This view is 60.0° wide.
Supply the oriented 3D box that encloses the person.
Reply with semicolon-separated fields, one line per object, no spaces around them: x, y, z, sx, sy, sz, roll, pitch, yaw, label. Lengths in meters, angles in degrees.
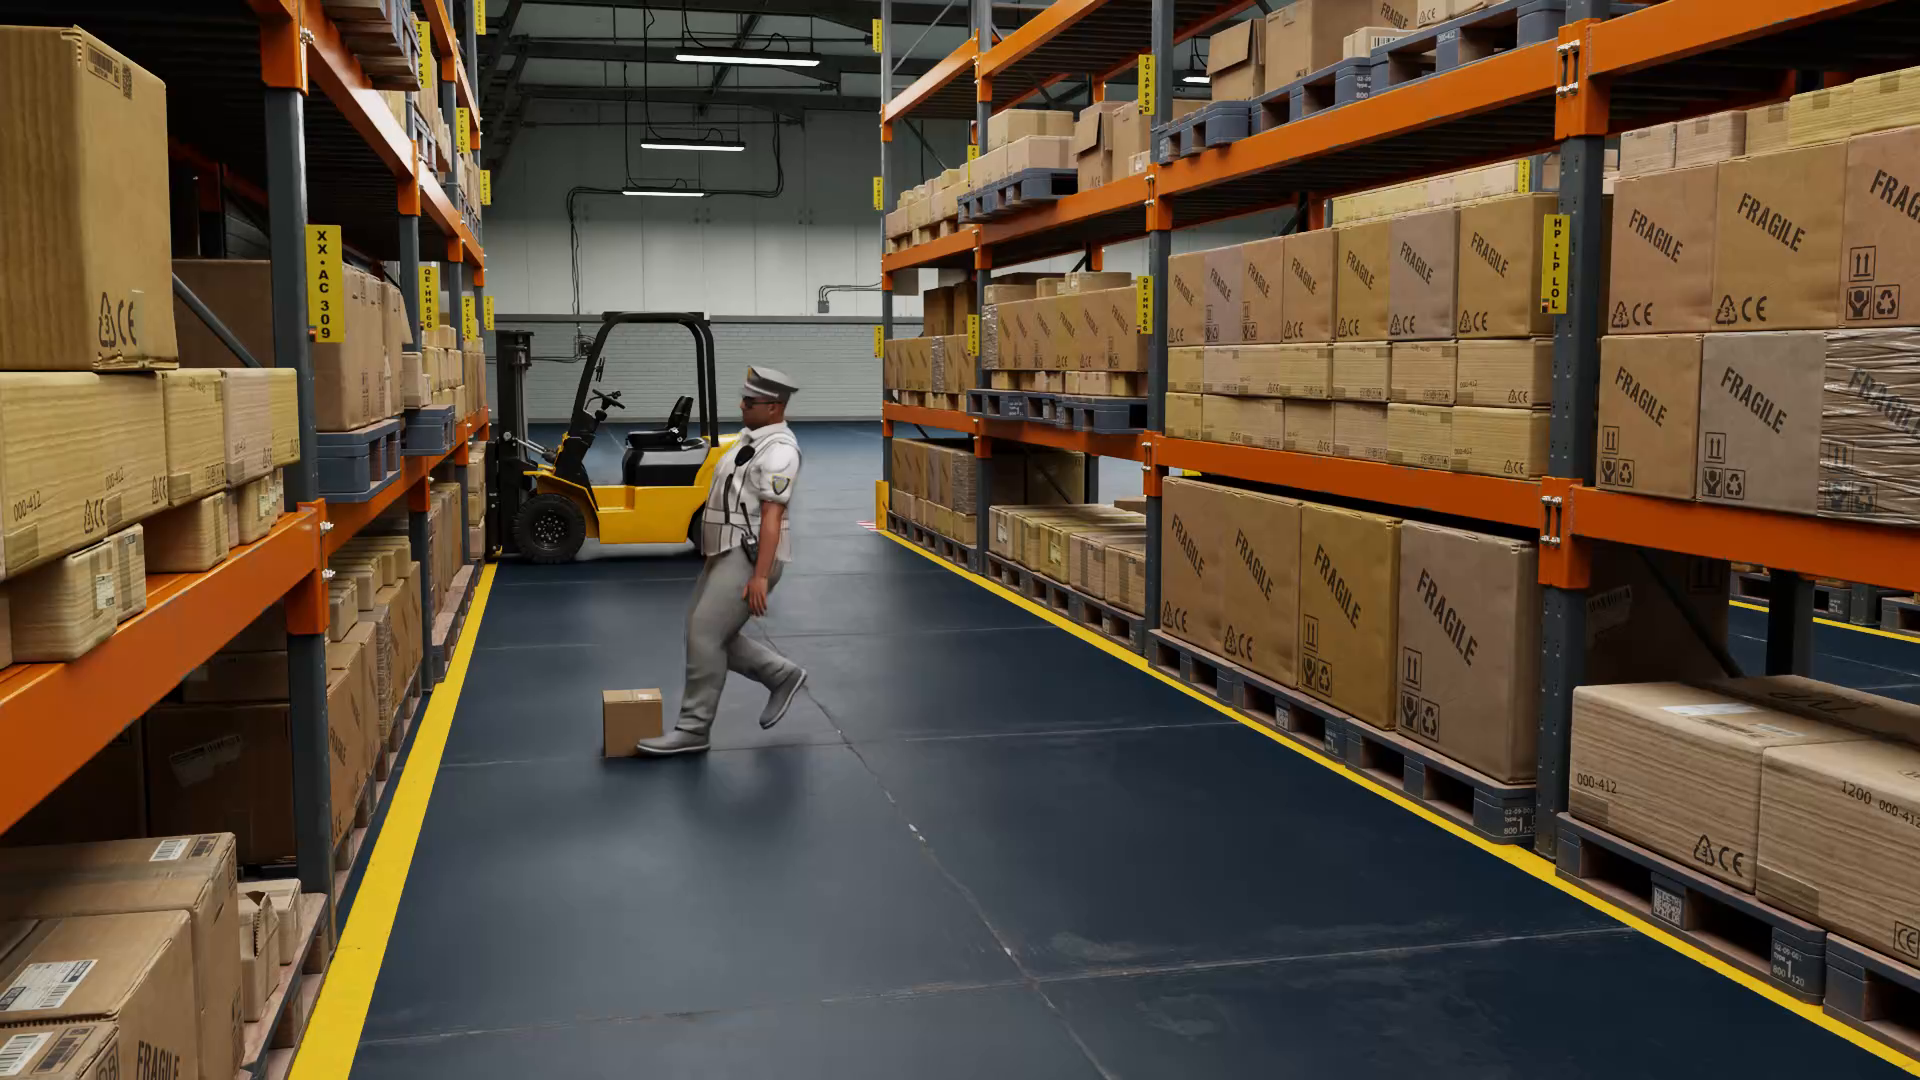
-1.055;0.075;7.383;0.822;1.696;0.603;-3;7;-23;person
